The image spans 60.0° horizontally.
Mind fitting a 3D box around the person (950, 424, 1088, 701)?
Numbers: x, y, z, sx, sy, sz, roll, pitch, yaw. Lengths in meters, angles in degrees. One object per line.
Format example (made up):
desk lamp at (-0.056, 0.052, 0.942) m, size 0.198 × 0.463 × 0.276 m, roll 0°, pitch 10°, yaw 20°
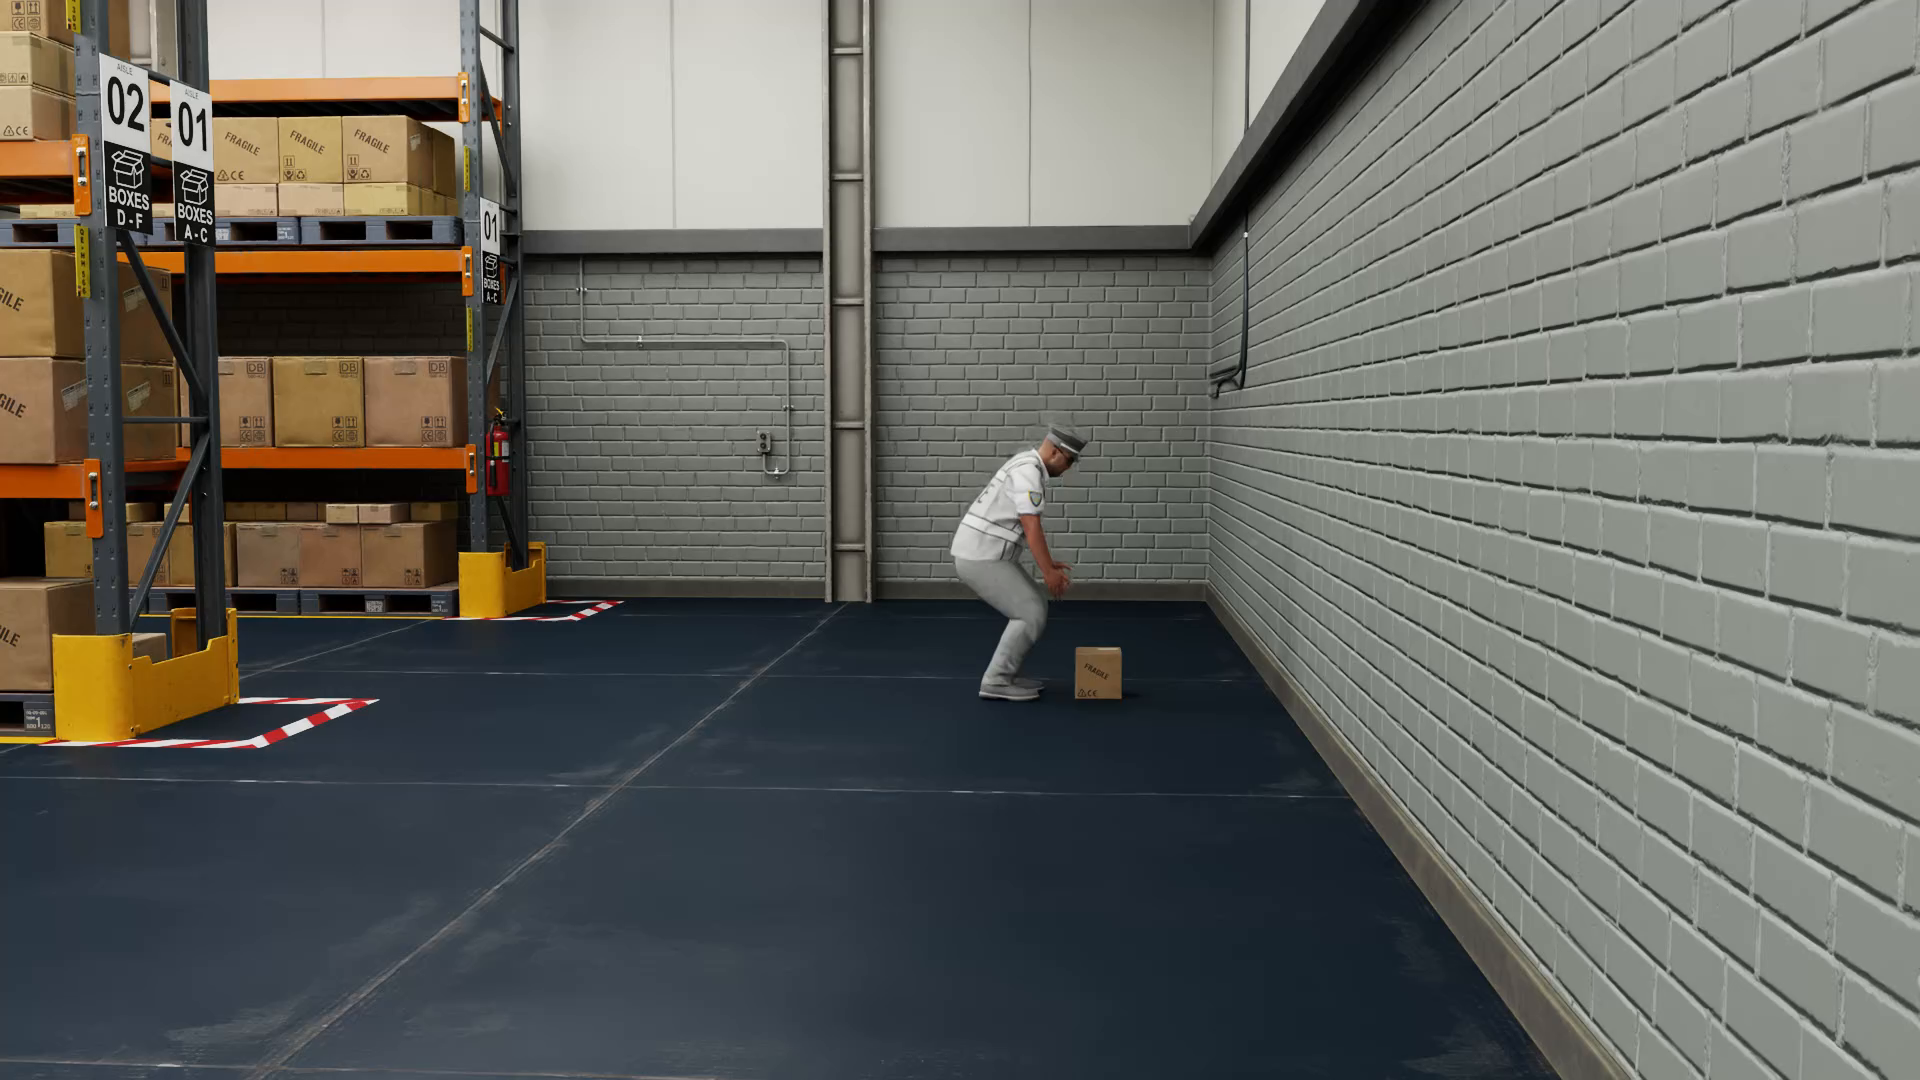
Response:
person at (0.326, 0.111, 9.134) m, size 0.751 × 1.496 × 0.588 m, roll 0°, pitch 4°, yaw 4°
